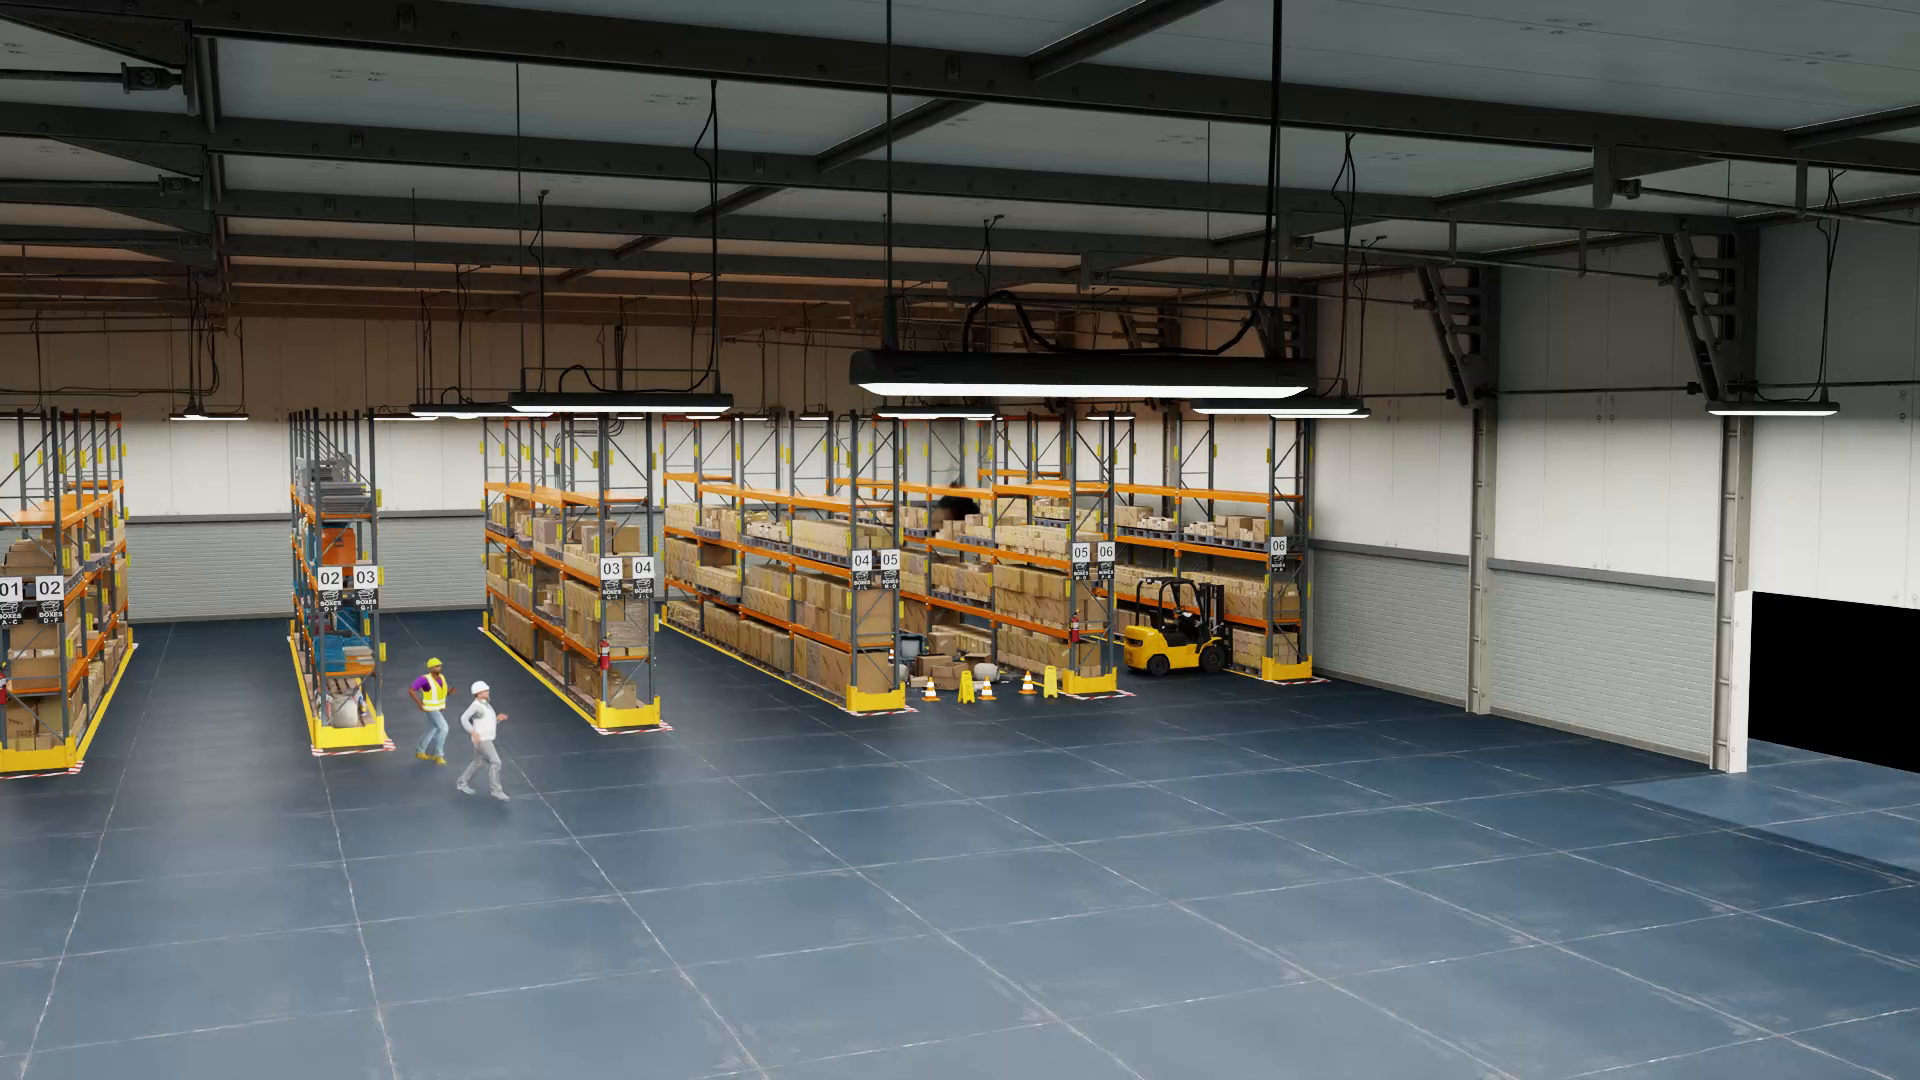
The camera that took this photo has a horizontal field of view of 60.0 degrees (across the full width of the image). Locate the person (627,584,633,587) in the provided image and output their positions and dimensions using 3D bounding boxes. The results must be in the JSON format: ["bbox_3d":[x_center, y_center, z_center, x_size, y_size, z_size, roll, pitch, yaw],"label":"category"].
[{"bbox_3d":[-9.363,1.617,46.508,0.759,1.698,0.589,0,4,-6],"label":"person"}]

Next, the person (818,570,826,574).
[{"bbox_3d":[-4.218,1.330,51.194,0.494,1.626,0.720,-1,4,-18],"label":"person"}]

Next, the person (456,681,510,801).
[{"bbox_3d":[-7.266,3.056,25.276,0.825,1.822,0.633,0,4,-7],"label":"person"}]

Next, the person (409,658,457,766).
[{"bbox_3d":[-8.850,2.896,28.008,0.766,1.835,0.661,1,4,13],"label":"person"}]
